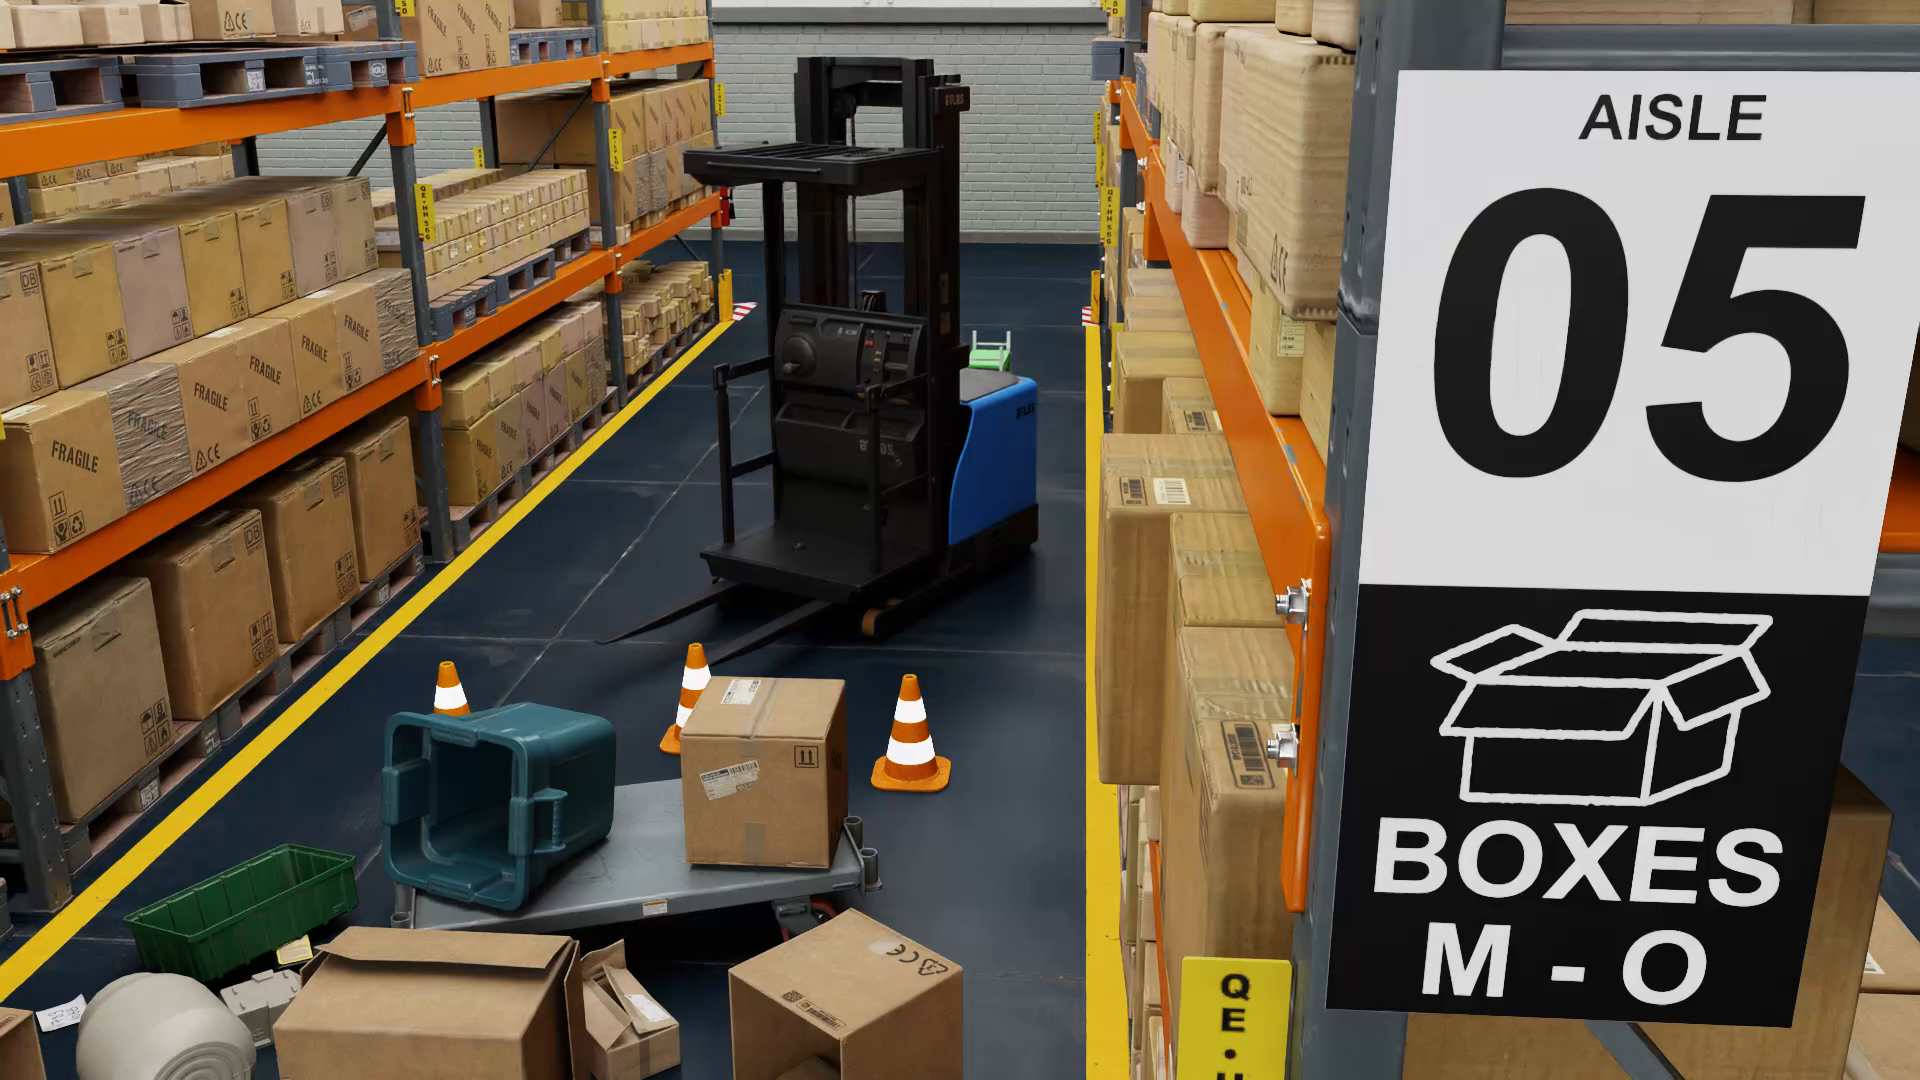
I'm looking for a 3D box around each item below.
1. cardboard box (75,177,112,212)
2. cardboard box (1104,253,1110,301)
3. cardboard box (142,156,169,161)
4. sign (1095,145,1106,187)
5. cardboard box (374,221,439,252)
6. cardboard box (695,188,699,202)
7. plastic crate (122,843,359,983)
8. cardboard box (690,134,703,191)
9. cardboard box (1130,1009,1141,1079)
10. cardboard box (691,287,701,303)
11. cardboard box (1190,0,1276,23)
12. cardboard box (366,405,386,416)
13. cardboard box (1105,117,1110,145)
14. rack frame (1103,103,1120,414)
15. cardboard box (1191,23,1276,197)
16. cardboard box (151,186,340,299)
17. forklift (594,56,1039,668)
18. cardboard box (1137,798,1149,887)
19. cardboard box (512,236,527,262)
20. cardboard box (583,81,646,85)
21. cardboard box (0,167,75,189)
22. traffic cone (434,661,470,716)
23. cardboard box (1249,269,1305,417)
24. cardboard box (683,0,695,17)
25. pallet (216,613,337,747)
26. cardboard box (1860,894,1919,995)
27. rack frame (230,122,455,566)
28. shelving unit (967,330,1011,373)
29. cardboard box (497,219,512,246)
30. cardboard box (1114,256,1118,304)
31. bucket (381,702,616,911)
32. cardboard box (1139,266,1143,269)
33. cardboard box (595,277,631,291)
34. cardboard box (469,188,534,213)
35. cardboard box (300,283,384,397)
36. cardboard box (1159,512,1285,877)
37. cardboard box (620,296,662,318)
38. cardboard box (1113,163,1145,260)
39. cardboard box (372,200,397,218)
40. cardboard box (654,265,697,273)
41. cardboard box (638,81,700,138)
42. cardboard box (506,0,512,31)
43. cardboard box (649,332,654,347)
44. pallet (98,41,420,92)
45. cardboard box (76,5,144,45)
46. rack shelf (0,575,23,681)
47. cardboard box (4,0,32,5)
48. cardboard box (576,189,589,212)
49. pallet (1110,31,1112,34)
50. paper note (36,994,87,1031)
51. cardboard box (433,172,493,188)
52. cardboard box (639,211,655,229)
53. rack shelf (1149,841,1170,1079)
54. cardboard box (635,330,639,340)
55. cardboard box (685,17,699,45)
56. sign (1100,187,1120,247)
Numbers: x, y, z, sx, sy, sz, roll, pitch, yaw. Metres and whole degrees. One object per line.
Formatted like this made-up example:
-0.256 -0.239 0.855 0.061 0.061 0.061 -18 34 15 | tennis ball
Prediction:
-7.881 -3.052 14.682 0.500 0.250 0.500 1 18 4 | cardboard box
1.240 -1.789 11.308 0.500 0.250 0.500 1 18 3 | cardboard box
-8.264 -3.695 16.646 0.500 0.250 0.500 1 18 3 | cardboard box
1.115 -2.927 13.021 0.100 0.325 0.005 1 18 4 | sign
-3.336 -1.806 9.892 0.380 0.149 0.250 1 18 4 | cardboard box
-2.789 -3.406 16.403 0.380 0.149 0.250 1 18 3 | cardboard box
-2.556 1.332 5.965 0.450 0.188 0.662 0 15 35 | plastic crate
-2.807 -3.671 16.171 0.500 0.500 0.500 1 18 3 | cardboard box
0.756 1.469 4.864 0.500 0.250 0.500 2 18 7 | cardboard box
-2.778 -2.442 16.484 0.380 0.149 0.250 1 18 2 | cardboard box
0.614 -1.013 3.002 0.380 0.149 0.250 2 18 5 | cardboard box
-3.776 -0.889 10.455 0.500 0.250 0.500 1 18 3 | cardboard box
1.427 -3.141 13.427 0.500 0.500 0.500 1 18 3 | cardboard box
1.668 -2.466 13.132 1.000 3.000 0.127 1 18 4 | rack frame
0.646 -0.717 2.740 0.500 0.250 0.500 2 18 5 | cardboard box
-3.640 -1.529 8.506 0.700 0.500 0.500 1 18 3 | cardboard box
-0.723 -1.029 8.855 1.130 2.935 3.031 11 21 30 | forklift
0.679 0.835 4.552 0.380 0.149 0.250 2 18 6 | cardboard box
-3.217 -2.010 11.469 0.380 0.149 0.250 1 18 2 | cardboard box
-3.316 -4.161 16.061 0.500 0.500 0.500 2 18 6 | cardboard box
-7.927 -3.257 14.104 0.500 0.500 0.500 1 18 4 | cardboard box
-2.248 0.762 7.354 0.336 0.463 0.334 1 18 4 | traffic cone
0.540 -0.240 1.925 0.380 0.149 0.250 1 18 4 | cardboard box
-2.804 -5.072 15.704 0.500 0.250 0.500 1 18 2 | cardboard box
-3.785 0.643 8.121 1.003 0.211 1.213 1 18 4 | pallet
1.153 0.770 2.617 0.500 0.500 0.500 2 18 6 | cardboard box
-3.563 -1.303 9.582 1.000 3.000 0.127 1 18 4 | rack frame
0.173 -0.694 10.615 0.258 1.200 0.503 2 18 7 | shelving unit
-3.237 -2.070 11.174 0.380 0.149 0.250 1 18 3 | cardboard box
1.163 -1.546 9.762 0.500 0.250 0.500 1 18 4 | cardboard box
-1.560 0.866 5.777 0.726 0.611 0.620 8 10 23 | bucket
0.976 -0.833 6.834 0.500 0.500 0.500 2 18 6 | cardboard box
-3.376 -2.431 15.974 0.380 0.149 0.250 2 18 6 | cardboard box
-3.205 -2.374 11.625 0.380 0.149 0.250 0 18 1 | cardboard box
-3.365 -1.050 8.648 0.500 0.500 0.500 1 18 4 | cardboard box
0.671 0.276 2.518 0.700 0.500 0.500 1 18 4 | cardboard box
-2.901 -2.098 14.956 0.380 0.149 0.250 2 18 5 | cardboard box
1.158 -1.913 9.677 0.500 0.500 0.500 1 18 2 | cardboard box
-3.908 -2.145 10.926 0.380 0.149 0.250 1 18 4 | cardboard box
-2.850 -2.668 16.697 0.380 0.149 0.250 2 18 5 | cardboard box
-2.811 -4.146 16.016 0.500 0.500 0.500 1 18 2 | cardboard box
-3.518 -3.742 11.369 0.797 0.503 0.637 1 18 3 | cardboard box
-2.992 -1.821 15.068 0.380 0.149 0.250 1 18 2 | cardboard box
-3.556 -2.437 8.530 1.213 0.211 1.003 2 18 6 | pallet
-3.490 -2.043 6.592 0.380 0.149 0.250 1 18 4 | cardboard box
-3.993 0.903 4.007 1.077 0.370 4.000 1 18 4 | rack shelf
-3.981 -2.050 6.451 0.500 0.250 0.500 1 18 3 | cardboard box
-3.108 -2.639 12.910 0.380 0.149 0.250 2 18 6 | cardboard box
1.827 -4.481 14.606 1.003 0.211 1.213 1 18 4 | pallet
-2.995 1.579 5.554 0.147 0.020 0.142 -13 22 -34 | paper note
-3.777 -2.709 12.647 0.380 0.149 0.250 2 18 5 | cardboard box
-2.910 -2.833 14.657 0.380 0.149 0.250 2 18 5 | cardboard box
0.951 0.982 3.765 1.077 0.370 4.000 1 18 4 | rack shelf
-3.021 -1.794 14.507 0.380 0.149 0.250 1 18 4 | cardboard box
-2.788 -4.836 15.788 0.500 0.250 0.500 1 18 4 | cardboard box
0.828 -1.785 9.195 0.100 0.325 0.005 1 18 4 | sign
